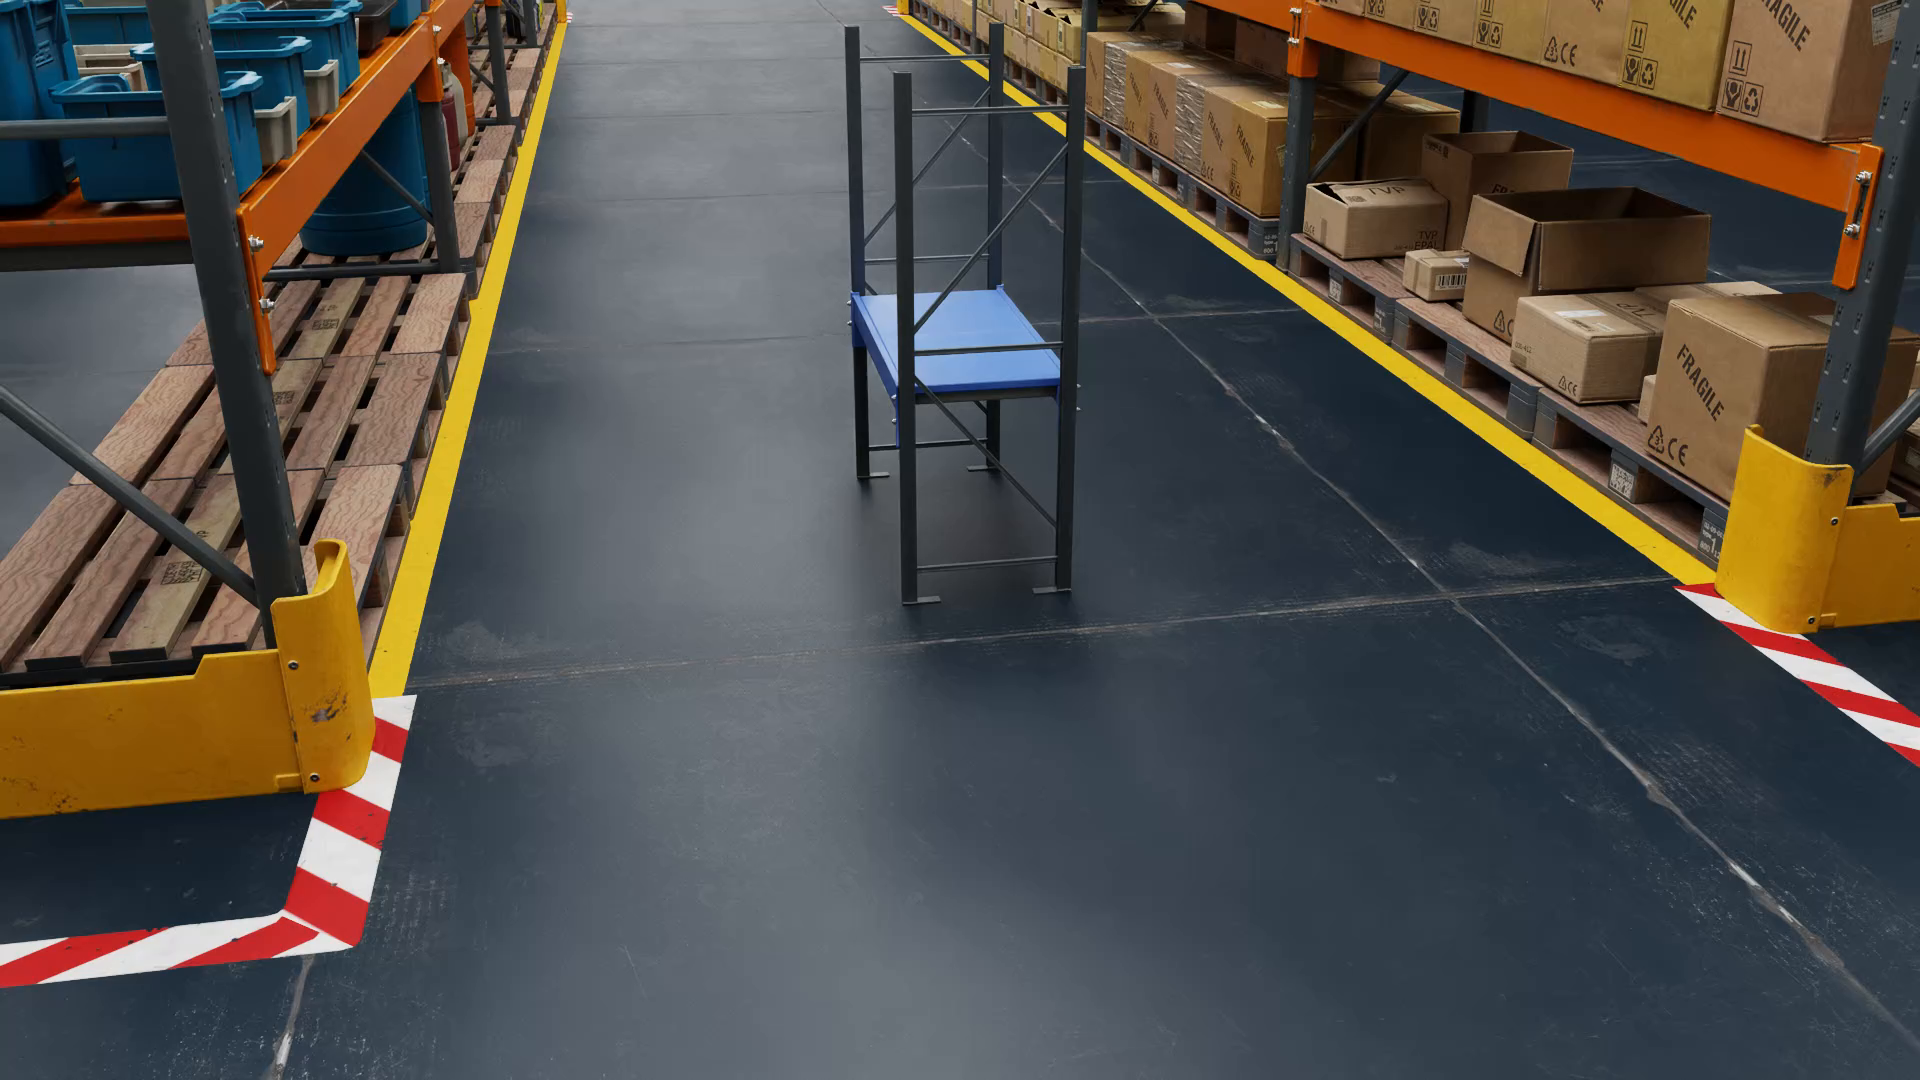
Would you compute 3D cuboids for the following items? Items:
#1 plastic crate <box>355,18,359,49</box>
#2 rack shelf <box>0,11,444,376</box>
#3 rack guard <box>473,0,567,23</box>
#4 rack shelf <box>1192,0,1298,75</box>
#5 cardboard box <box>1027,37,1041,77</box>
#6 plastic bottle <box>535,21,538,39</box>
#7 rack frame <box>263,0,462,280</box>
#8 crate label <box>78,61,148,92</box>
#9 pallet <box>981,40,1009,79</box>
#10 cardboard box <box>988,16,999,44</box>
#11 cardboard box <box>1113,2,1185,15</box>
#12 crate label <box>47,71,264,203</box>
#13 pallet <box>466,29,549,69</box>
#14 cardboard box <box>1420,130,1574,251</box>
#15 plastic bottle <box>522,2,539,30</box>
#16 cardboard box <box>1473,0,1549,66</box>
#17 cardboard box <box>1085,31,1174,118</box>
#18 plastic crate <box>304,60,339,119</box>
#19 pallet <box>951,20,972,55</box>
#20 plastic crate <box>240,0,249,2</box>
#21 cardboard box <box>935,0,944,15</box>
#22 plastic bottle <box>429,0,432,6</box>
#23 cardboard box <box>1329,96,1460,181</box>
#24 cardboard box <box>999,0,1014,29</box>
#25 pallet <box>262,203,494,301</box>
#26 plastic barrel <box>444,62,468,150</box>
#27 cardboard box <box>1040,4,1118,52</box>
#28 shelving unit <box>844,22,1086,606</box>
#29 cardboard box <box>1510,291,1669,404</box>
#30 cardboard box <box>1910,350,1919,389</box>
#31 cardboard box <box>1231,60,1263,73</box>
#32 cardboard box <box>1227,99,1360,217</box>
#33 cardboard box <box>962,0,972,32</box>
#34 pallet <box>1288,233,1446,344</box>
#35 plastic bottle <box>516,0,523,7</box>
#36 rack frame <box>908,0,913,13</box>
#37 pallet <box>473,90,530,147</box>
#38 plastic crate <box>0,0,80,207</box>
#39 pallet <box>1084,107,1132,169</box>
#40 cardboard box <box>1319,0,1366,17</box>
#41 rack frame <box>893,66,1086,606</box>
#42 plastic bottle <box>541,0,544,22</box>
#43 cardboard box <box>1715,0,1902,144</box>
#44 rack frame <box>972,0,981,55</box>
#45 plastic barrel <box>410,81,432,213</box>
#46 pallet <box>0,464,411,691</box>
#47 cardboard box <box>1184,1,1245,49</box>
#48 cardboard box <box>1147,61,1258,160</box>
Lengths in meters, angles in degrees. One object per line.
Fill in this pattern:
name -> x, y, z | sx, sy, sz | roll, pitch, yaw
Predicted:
plastic crate -> -2.157, -1.640, 5.512 | 0.293, 0.136, 0.466 | -4, 24, -10
rack shelf -> -2.404, -1.280, 5.331 | 1.077, 0.370, 4.000 | -4, 24, -10
rack guard -> -4.933, -5.944, 18.235 | 1.175, 0.500, 0.348 | -4, 24, -10
rack shelf -> 1.725, -3.218, 9.770 | 1.077, 0.370, 4.000 | -4, 24, -10
cardboard box -> 0.829, -3.856, 13.243 | 0.500, 0.250, 0.500 | -4, 24, -9
plastic bottle -> -3.900, -4.660, 15.118 | 0.097, 0.201, 0.097 | 0, 24, 0
rack frame -> -2.774, -2.396, 6.988 | 1.000, 3.000, 0.127 | -4, 24, -10
crate label -> -2.478, -1.260, 4.641 | 0.396, 0.136, 0.243 | -4, 24, -10
pallet -> 0.790, -4.343, 14.930 | 1.003, 0.211, 1.213 | -4, 24, -10
cardboard box -> 0.540, -4.462, 14.630 | 0.500, 0.250, 0.500 | -4, 24, -8
cardboard box -> 1.441, -3.958, 12.774 | 0.500, 0.311, 0.500 | -5, 24, -11
crate label -> -1.756, -0.895, 3.686 | 0.416, 0.233, 0.303 | -4, 24, -10
pallet -> -4.337, -4.532, 15.363 | 1.003, 0.211, 1.213 | -4, 24, -10
cardboard box -> 2.479, -1.614, 7.772 | 0.500, 0.500, 0.500 | -4, 24, -10
plastic bottle -> -3.995, -4.879, 15.433 | 0.144, 0.351, 0.185 | -4, 24, -8
cardboard box -> 2.205, -1.988, 5.930 | 0.500, 0.500, 0.500 | -5, 24, -10
cardboard box -> 1.158, -3.190, 11.381 | 0.500, 0.500, 0.500 | -3, 24, -7
plastic crate -> -1.860, -1.250, 4.619 | 0.250, 0.136, 0.298 | -4, 24, -10
pallet -> 0.509, -4.946, 16.311 | 1.003, 0.211, 1.213 | -4, 24, -10
plastic crate -> -2.855, -2.083, 6.117 | 0.402, 0.464, 0.583 | -4, 24, -10
cardboard box -> 0.032, -5.596, 17.226 | 0.500, 0.250, 0.500 | -4, 24, -10
plastic bottle -> -2.447, -2.571, 7.534 | 0.061, 0.283, 0.133 | -4, 24, -10
cardboard box -> 2.245, -2.026, 8.714 | 0.500, 0.500, 0.500 | -5, 24, -12
cardboard box -> 0.631, -4.515, 14.051 | 0.500, 0.311, 0.500 | -5, 24, -11
pallet -> -2.876, -1.425, 8.248 | 1.003, 0.211, 1.213 | -4, 24, -10
plastic barrel -> -3.214, -2.615, 10.074 | 0.421, 0.512, 0.421 | 0, 24, 0
cardboard box -> 0.914, -3.916, 12.678 | 0.500, 0.311, 0.500 | -5, 24, -11
shelving unit -> -0.016, -0.721, 5.027 | 0.538, 1.500, 1.048 | -4, 24, -10
cardboard box -> 2.345, -0.701, 5.993 | 0.500, 0.250, 0.500 | -4, 24, -10
cardboard box -> 2.920, -0.561, 5.672 | 0.500, 0.250, 0.500 | -4, 24, -10
cardboard box -> 1.957, -2.631, 10.099 | 0.500, 0.500, 0.500 | -5, 24, -12
cardboard box -> 1.722, -1.990, 8.632 | 0.500, 0.500, 0.500 | -4, 24, -10
cardboard box -> 0.315, -5.006, 15.876 | 0.500, 0.250, 0.500 | -4, 24, -10
pallet -> 2.221, -1.213, 7.764 | 1.003, 0.211, 1.213 | -4, 24, -10
plastic bottle -> -4.249, -5.065, 15.953 | 0.152, 0.276, 0.135 | -4, 24, -10
rack frame -> -0.124, -7.481, 18.632 | 1.000, 3.000, 0.127 | -4, 24, -10
pallet -> -3.619, -2.999, 11.853 | 1.003, 0.211, 1.213 | -4, 24, -10
plastic crate -> -2.280, -0.984, 3.637 | 0.616, 0.435, 0.499 | -4, 24, -10
pallet -> 1.456, -2.760, 11.306 | 1.003, 0.211, 1.213 | -4, 24, -10
cardboard box -> 1.921, -2.586, 7.299 | 0.500, 0.500, 0.500 | -4, 24, -8
rack frame -> 0.078, -0.521, 4.569 | 0.500, 1.500, 0.032 | -4, 24, -10
plastic bottle -> -4.177, -5.224, 16.316 | 0.152, 0.276, 0.135 | -5, 24, -11
cardboard box -> 2.484, -1.390, 4.559 | 0.500, 0.500, 0.500 | -4, 24, -8
rack frame -> 0.615, -5.908, 15.029 | 1.000, 3.000, 0.127 | -4, 24, -10
plastic barrel -> -2.989, -2.121, 8.455 | 0.600, 0.901, 0.708 | -4, 24, -10
pallet -> -2.149, 0.128, 4.693 | 1.003, 0.211, 1.213 | -4, 24, -10
cardboard box -> 1.773, -3.362, 10.836 | 0.500, 0.250, 0.500 | -3, 24, -8
cardboard box -> 1.450, -2.582, 9.988 | 0.500, 0.500, 0.500 | -5, 24, -12
